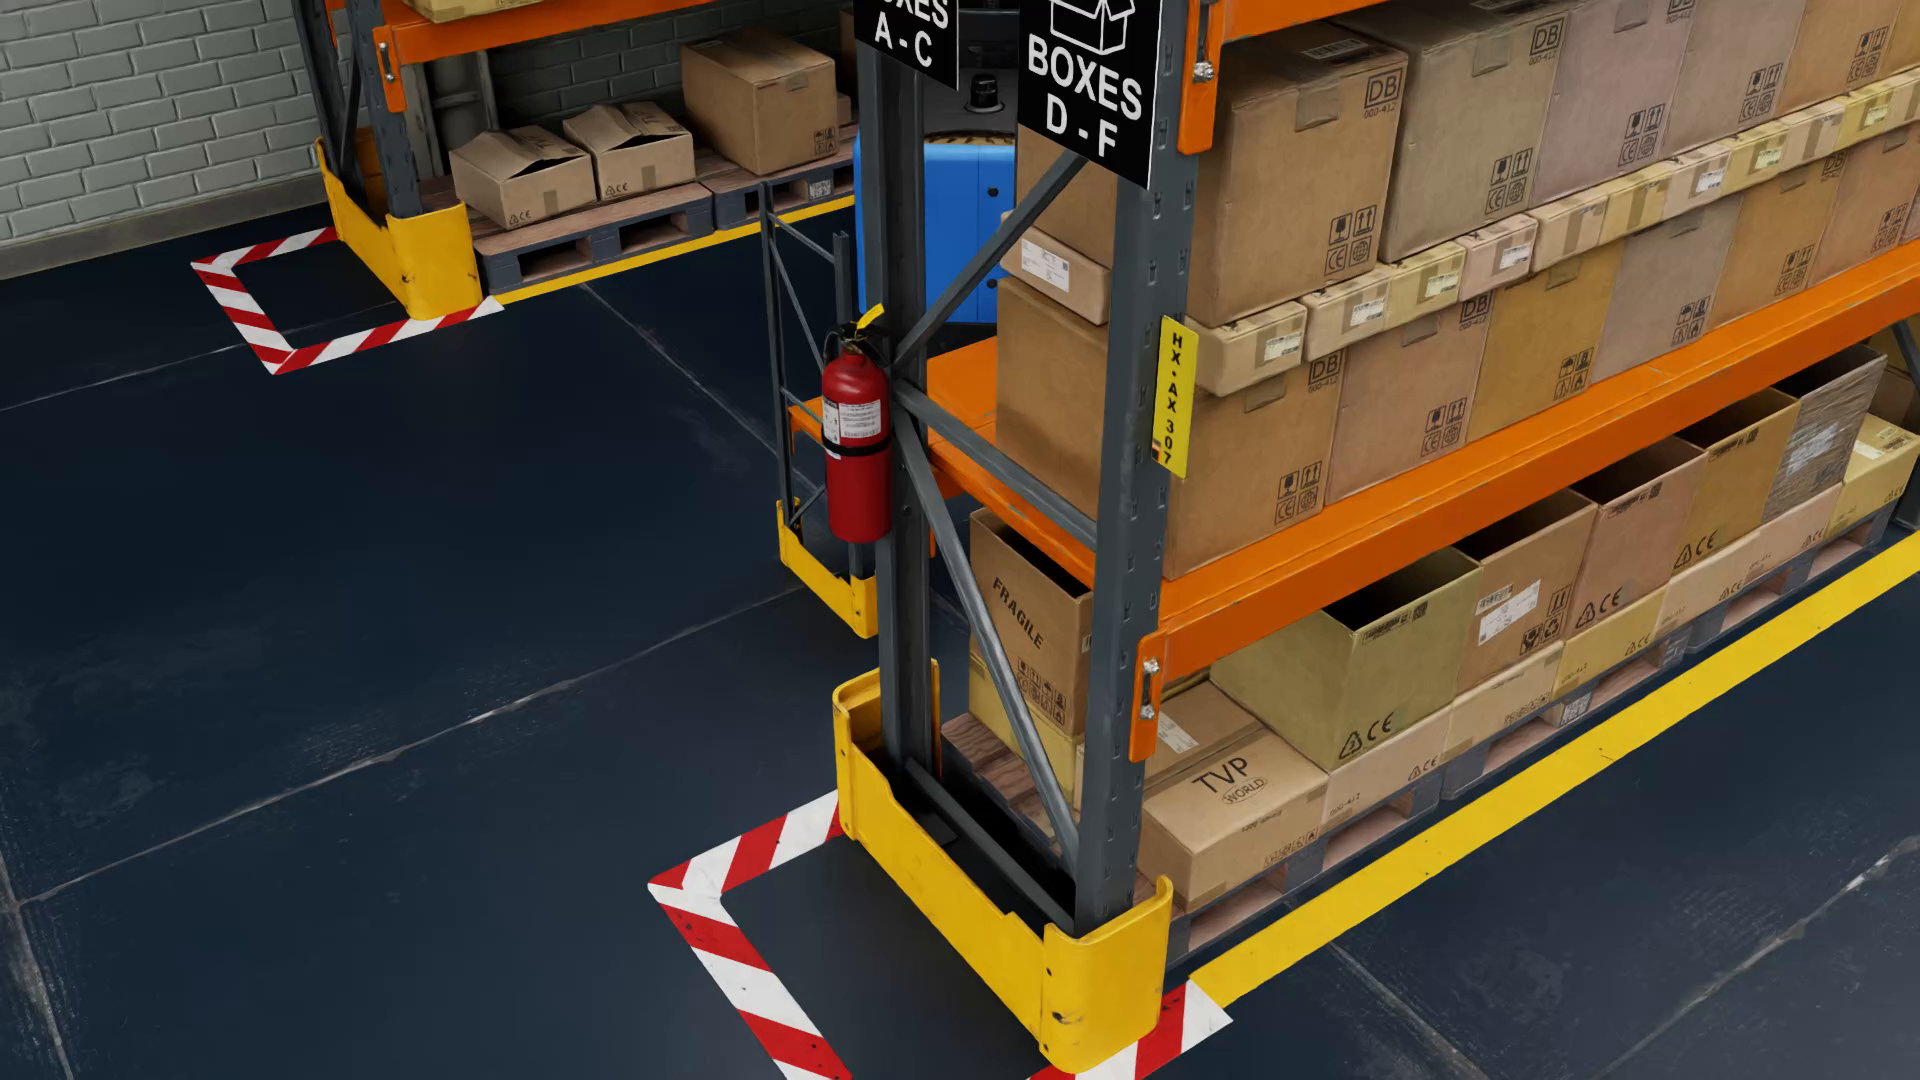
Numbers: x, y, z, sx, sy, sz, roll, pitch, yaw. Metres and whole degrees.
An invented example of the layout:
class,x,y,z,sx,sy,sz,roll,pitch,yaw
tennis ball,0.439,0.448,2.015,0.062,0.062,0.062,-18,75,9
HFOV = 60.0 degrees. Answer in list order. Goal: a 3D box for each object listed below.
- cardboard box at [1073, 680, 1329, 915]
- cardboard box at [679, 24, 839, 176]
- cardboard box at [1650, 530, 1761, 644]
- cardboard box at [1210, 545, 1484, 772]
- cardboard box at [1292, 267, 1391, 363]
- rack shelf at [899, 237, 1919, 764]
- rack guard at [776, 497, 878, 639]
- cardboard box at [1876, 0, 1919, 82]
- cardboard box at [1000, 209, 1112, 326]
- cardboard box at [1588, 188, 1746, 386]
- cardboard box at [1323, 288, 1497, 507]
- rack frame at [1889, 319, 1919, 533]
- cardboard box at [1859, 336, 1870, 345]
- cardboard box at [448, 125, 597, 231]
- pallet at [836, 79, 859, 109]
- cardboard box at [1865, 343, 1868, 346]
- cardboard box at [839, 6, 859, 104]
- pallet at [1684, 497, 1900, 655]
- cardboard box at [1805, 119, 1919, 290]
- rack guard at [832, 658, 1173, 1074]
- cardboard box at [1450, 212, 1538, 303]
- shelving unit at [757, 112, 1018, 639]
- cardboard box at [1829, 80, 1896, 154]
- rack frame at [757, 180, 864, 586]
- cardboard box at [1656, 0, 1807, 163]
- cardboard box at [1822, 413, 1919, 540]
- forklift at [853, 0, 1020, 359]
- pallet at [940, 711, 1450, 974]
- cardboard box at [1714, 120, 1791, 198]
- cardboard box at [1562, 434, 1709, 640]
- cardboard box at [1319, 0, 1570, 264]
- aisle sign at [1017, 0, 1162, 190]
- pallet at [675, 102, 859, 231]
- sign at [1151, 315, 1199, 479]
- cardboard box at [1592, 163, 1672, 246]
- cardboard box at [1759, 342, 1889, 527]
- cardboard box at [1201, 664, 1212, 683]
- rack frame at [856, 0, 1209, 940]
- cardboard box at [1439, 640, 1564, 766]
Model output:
class,x,y,z,sx,sy,sz,roll,pitch,yaw
cardboard box,0.671,0.711,4.687,0.500,0.250,0.500,-22,41,-28
cardboard box,-1.040,-2.292,8.631,0.500,0.500,0.700,-25,43,-31
cardboard box,2.306,0.039,5.622,0.500,0.250,0.500,-22,41,-28
cardboard box,1.079,0.238,4.704,0.500,0.500,0.500,-22,41,-28
cardboard box,0.764,-0.584,3.851,0.250,0.149,0.380,-24,42,-29
rack shelf,1.739,-0.541,5.049,4.000,0.370,1.077,-22,41,-28
rack guard,-0.469,0.092,5.908,0.087,0.250,0.587,-22,41,-28
cardboard box,2.603,-1.750,4.918,0.500,0.500,0.700,-22,41,-28
cardboard box,0.307,-0.684,3.991,0.250,0.149,0.380,-23,42,-29
cardboard box,1.757,-0.874,4.810,0.500,0.500,0.700,-21,41,-27
cardboard box,0.920,-0.531,4.333,0.500,0.500,0.700,-21,41,-27
rack frame,3.374,-1.506,5.775,0.127,3.000,1.000,-22,41,-28
cardboard box,3.540,-1.061,6.671,0.500,0.311,0.500,-22,41,-28
cardboard box,-2.135,-1.800,8.110,0.500,0.311,0.500,-28,44,-33
pallet,-0.011,-2.494,9.537,1.213,0.211,1.003,-22,41,-28
cardboard box,3.546,-0.838,6.841,0.500,0.250,0.500,-23,42,-28
cardboard box,-0.308,-2.664,9.150,0.500,0.500,0.500,-26,43,-31
pallet,2.700,-0.126,6.245,1.213,0.211,1.003,-22,41,-28
cardboard box,2.588,-1.214,5.283,0.500,0.500,0.700,-23,42,-28
rack guard,0.085,0.863,4.623,0.348,0.500,1.175,-22,41,-28
cardboard box,1.176,-0.751,4.084,0.250,0.149,0.380,-23,42,-29
shelving unit,-0.062,-0.583,5.776,1.083,1.500,0.587,-22,41,-28
cardboard box,2.442,-1.275,4.812,0.250,0.149,0.380,-23,41,-28
rack frame,-0.485,-0.409,5.534,0.032,1.500,0.500,-22,41,-28
cardboard box,1.784,-1.414,4.451,0.500,0.500,0.700,-22,41,-28
cardboard box,3.121,-0.300,6.093,0.500,0.250,0.500,-22,41,-28
forklift,0.172,-2.723,7.526,1.130,2.935,3.031,2,36,3
pallet,0.705,0.694,5.104,1.213,0.211,1.003,-22,41,-28
cardboard box,2.021,-1.099,4.568,0.250,0.149,0.380,-21,41,-26
cardboard box,1.899,-0.096,5.168,0.500,0.500,0.500,-22,41,-28
cardboard box,0.963,-1.076,3.980,0.500,0.500,0.700,-24,42,-29
aisle sign,0.227,-1.047,2.911,0.004,0.787,0.394,-22,41,-28
pallet,-1.009,-2.081,8.963,1.213,0.211,1.003,-22,41,-28
sign,0.419,-0.277,3.257,0.005,0.325,0.100,-22,41,-28
cardboard box,1.601,-0.928,4.330,0.250,0.149,0.380,-23,42,-28
cardboard box,2.705,-0.442,5.648,0.500,0.500,0.500,-22,41,-28
cardboard box,0.774,0.290,5.273,0.500,0.250,0.500,-22,41,-28
rack frame,0.104,-0.160,3.904,0.127,3.000,1.000,-22,41,-28
cardboard box,1.486,0.373,5.157,0.500,0.250,0.500,-22,41,-28
